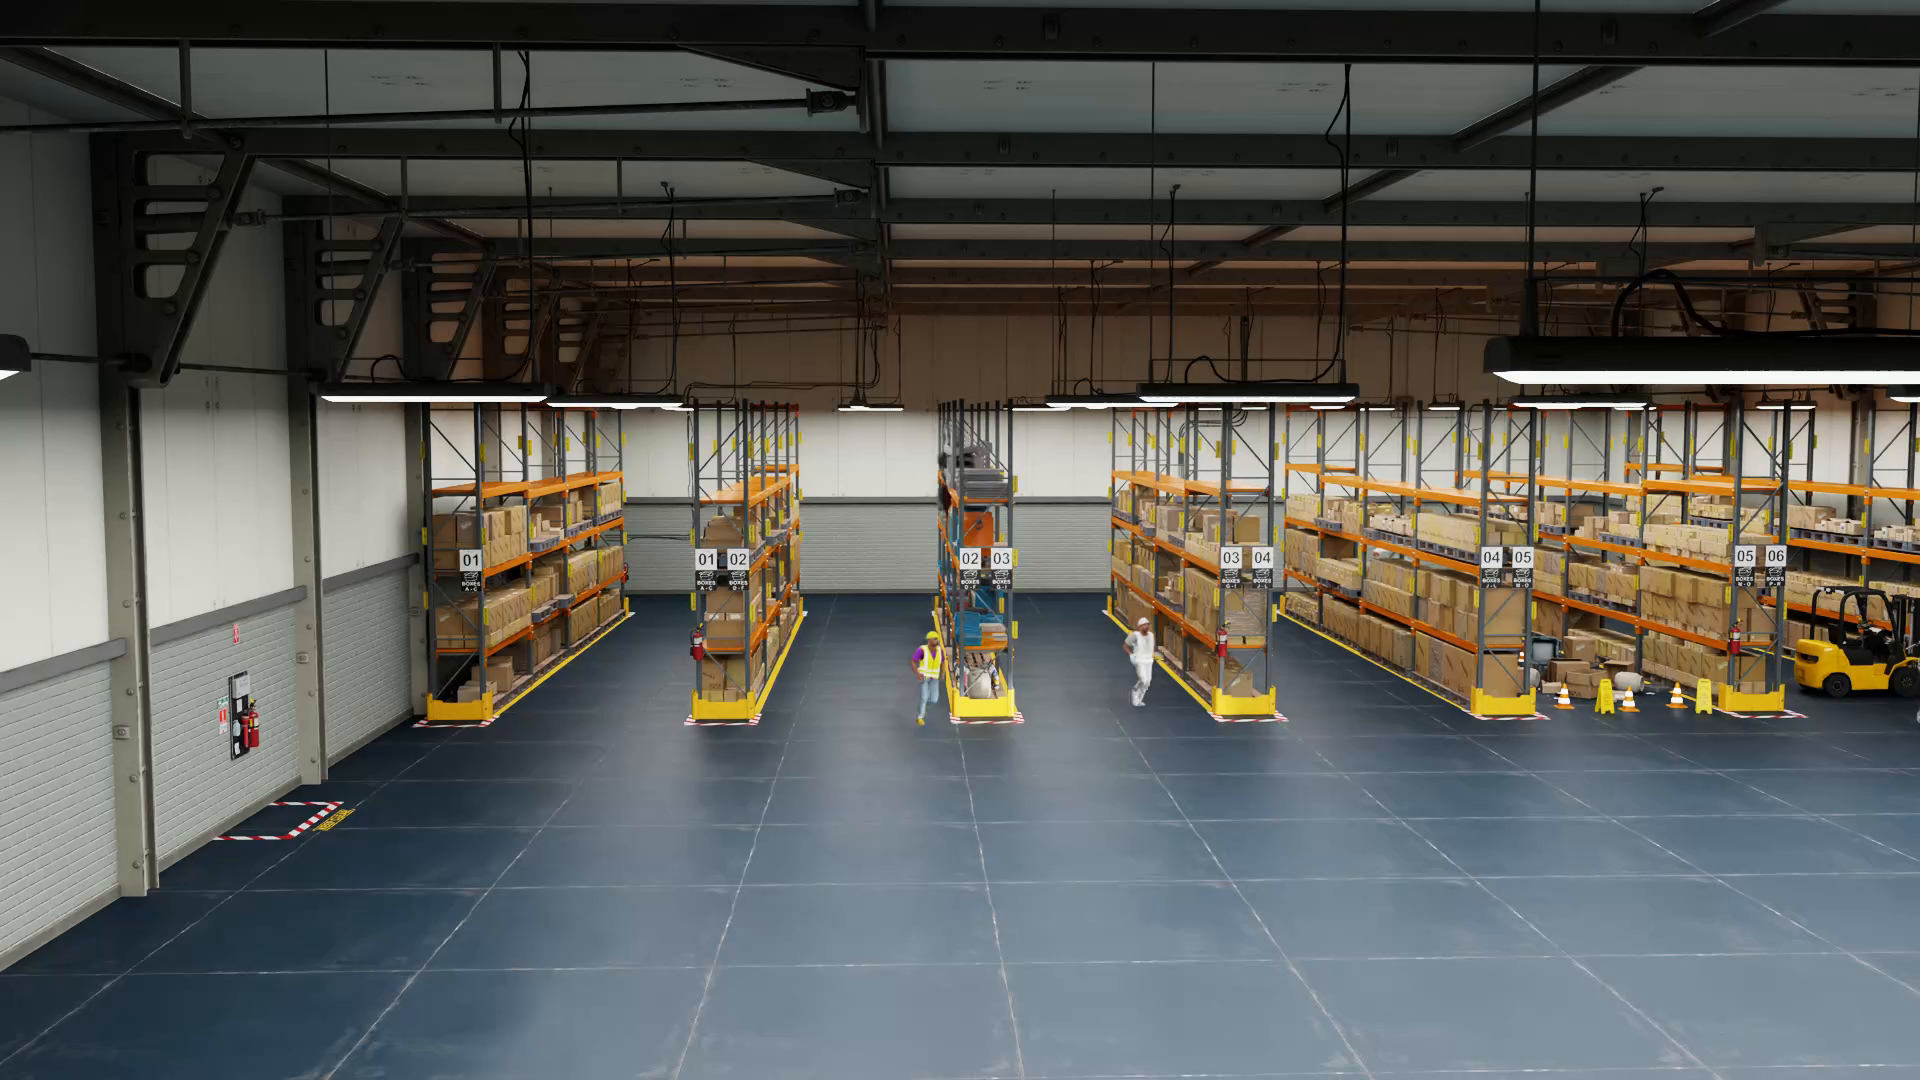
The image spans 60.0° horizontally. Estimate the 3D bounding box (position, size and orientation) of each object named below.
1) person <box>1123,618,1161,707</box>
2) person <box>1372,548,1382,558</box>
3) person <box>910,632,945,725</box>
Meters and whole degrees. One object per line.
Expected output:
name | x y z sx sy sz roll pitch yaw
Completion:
person | 3.583 2.383 32.308 0.654 1.735 0.615 -3 5 -30
person | 12.403 1.069 49.527 0.607 1.680 0.651 0 4 0
person | -0.577 2.539 30.795 0.748 1.705 0.511 -2 5 -29
